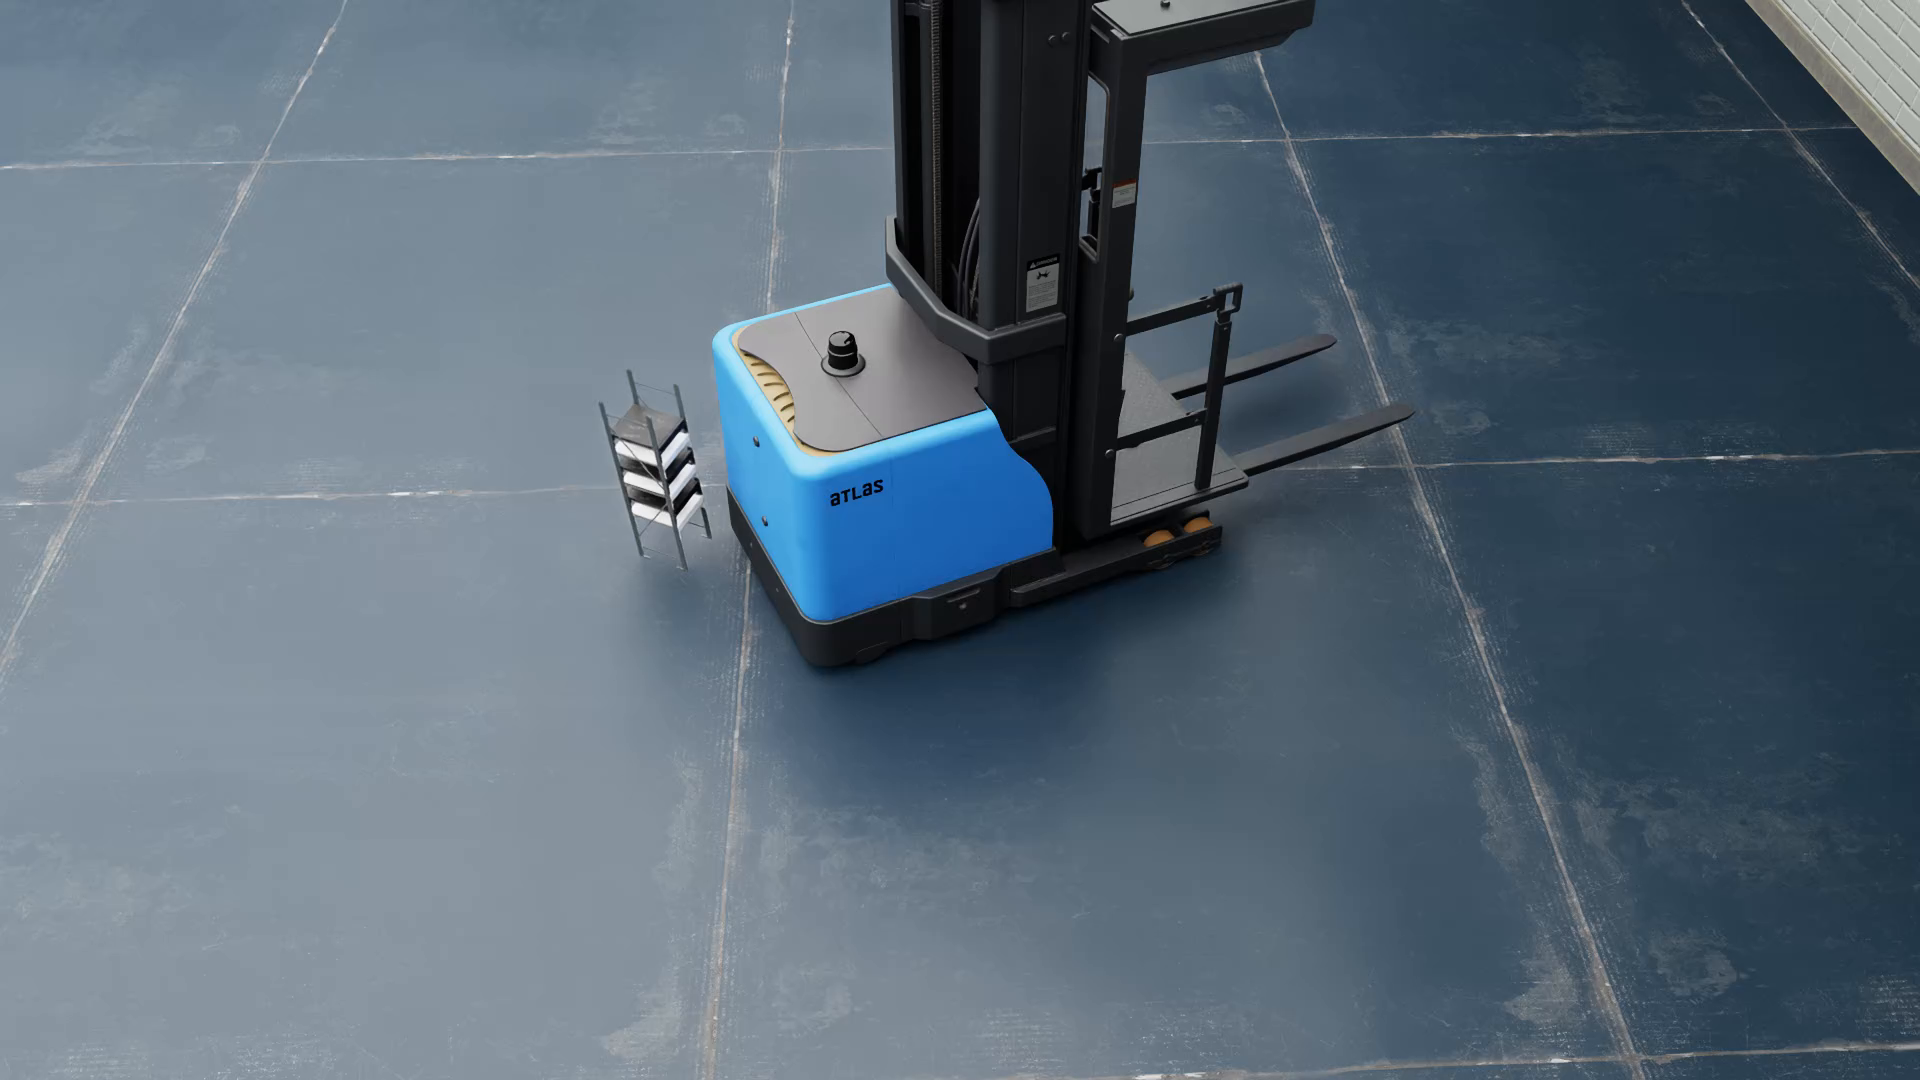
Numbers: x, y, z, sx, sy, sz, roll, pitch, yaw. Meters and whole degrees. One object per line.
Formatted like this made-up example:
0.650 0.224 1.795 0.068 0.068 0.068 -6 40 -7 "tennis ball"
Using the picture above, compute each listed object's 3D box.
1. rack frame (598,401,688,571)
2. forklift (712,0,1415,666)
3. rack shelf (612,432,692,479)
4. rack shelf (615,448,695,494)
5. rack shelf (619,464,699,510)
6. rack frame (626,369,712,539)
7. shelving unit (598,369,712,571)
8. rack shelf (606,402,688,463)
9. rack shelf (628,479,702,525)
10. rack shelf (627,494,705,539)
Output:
-1.291 -0.206 6.810 0.240 0.900 0.006 17 51 18 "rack frame"
0.562 -1.262 6.458 3.031 2.935 1.130 -18 45 -19 "forklift"
-1.254 -0.374 6.764 0.258 0.077 0.200 17 51 18 "rack shelf"
-1.251 -0.313 6.830 0.258 0.077 0.200 17 51 18 "rack shelf"
-1.247 -0.252 6.896 0.258 0.077 0.200 17 51 18 "rack shelf"
-1.206 -0.344 6.933 0.240 0.900 0.006 17 51 18 "rack frame"
-1.248 -0.275 6.872 0.258 0.900 0.210 17 51 18 "shelving unit"
-1.258 -0.435 6.698 0.258 0.077 0.200 17 51 18 "rack shelf"
-1.243 -0.191 6.962 0.258 0.077 0.200 17 51 18 "rack shelf"
-1.240 -0.130 7.028 0.258 0.077 0.200 17 51 18 "rack shelf"
